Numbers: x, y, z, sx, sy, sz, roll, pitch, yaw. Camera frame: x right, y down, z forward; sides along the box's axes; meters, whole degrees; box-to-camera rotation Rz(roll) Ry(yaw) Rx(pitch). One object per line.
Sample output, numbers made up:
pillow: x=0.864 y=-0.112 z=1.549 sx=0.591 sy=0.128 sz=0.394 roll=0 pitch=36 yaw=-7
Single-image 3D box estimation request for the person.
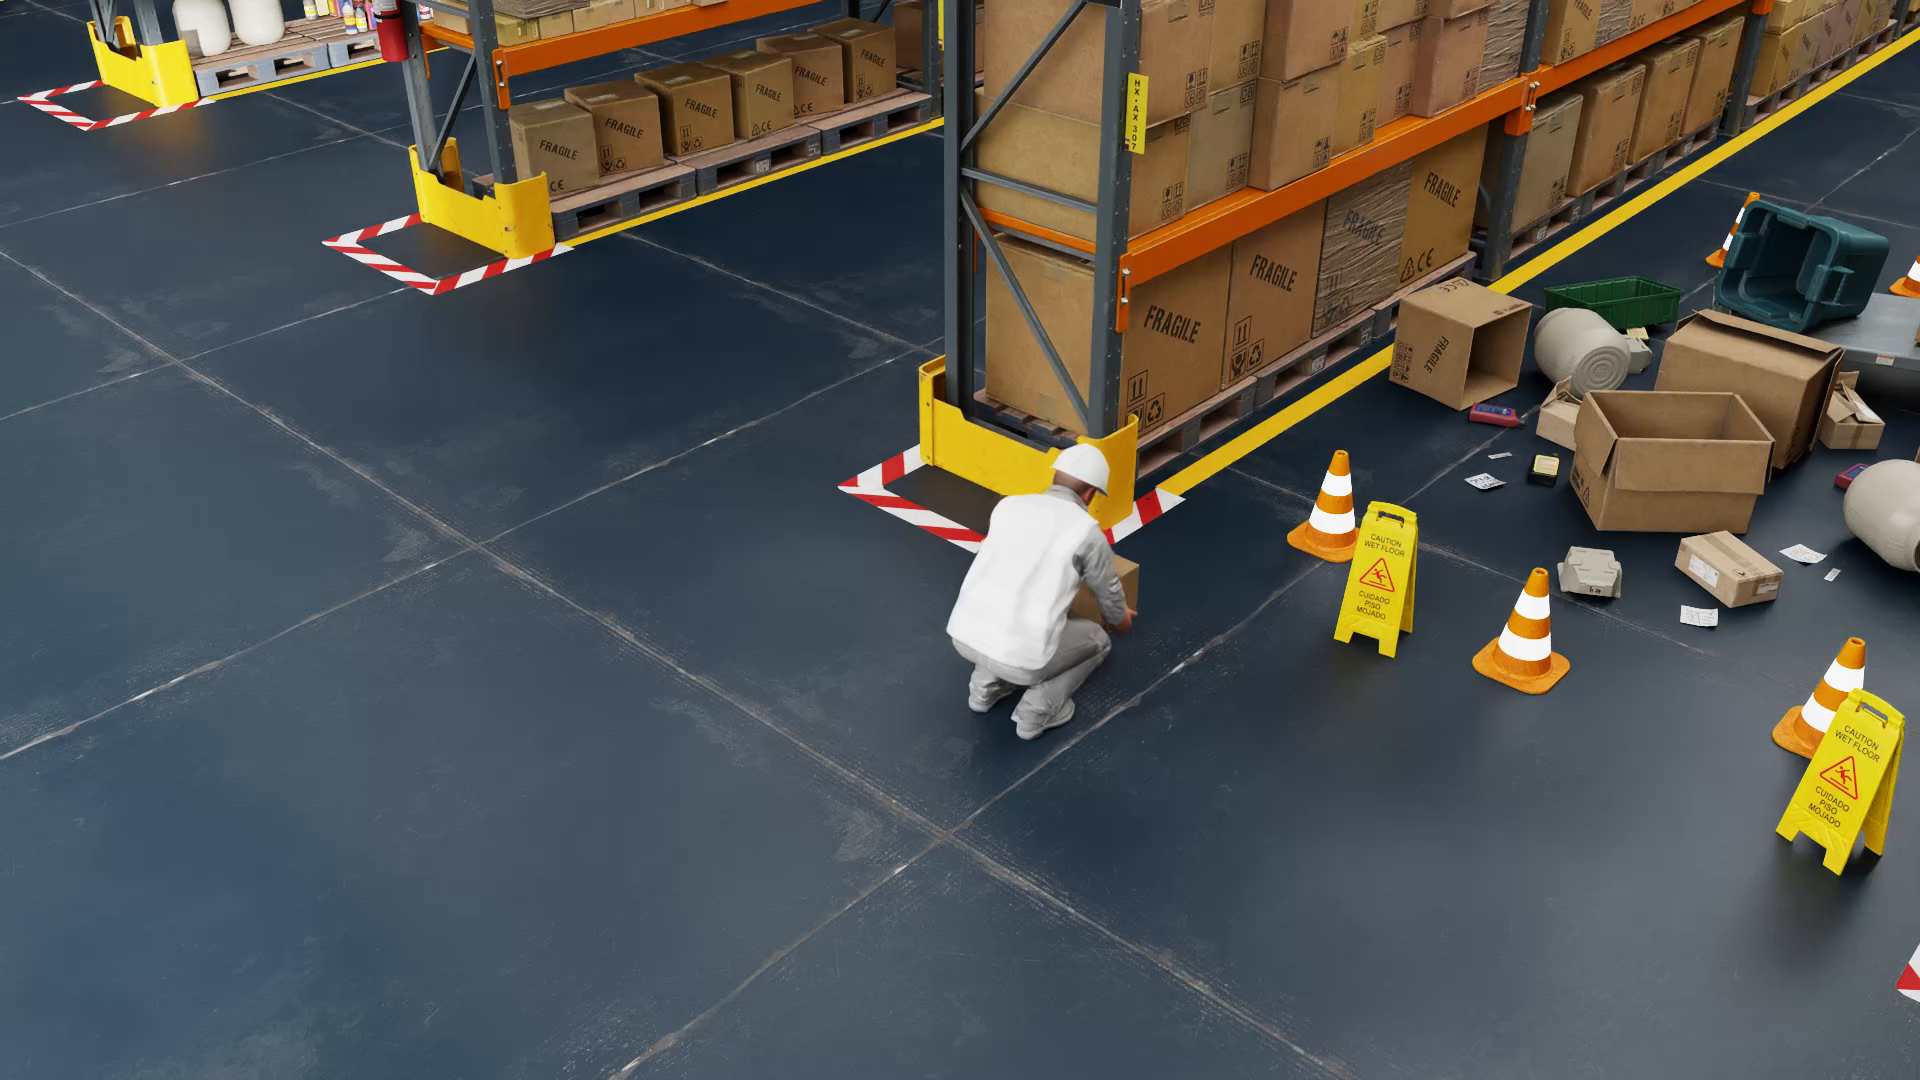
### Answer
person: x=0.329 y=0.193 z=6.540 sx=0.524 sy=1.011 sz=0.881 roll=24 pitch=39 yaw=34
